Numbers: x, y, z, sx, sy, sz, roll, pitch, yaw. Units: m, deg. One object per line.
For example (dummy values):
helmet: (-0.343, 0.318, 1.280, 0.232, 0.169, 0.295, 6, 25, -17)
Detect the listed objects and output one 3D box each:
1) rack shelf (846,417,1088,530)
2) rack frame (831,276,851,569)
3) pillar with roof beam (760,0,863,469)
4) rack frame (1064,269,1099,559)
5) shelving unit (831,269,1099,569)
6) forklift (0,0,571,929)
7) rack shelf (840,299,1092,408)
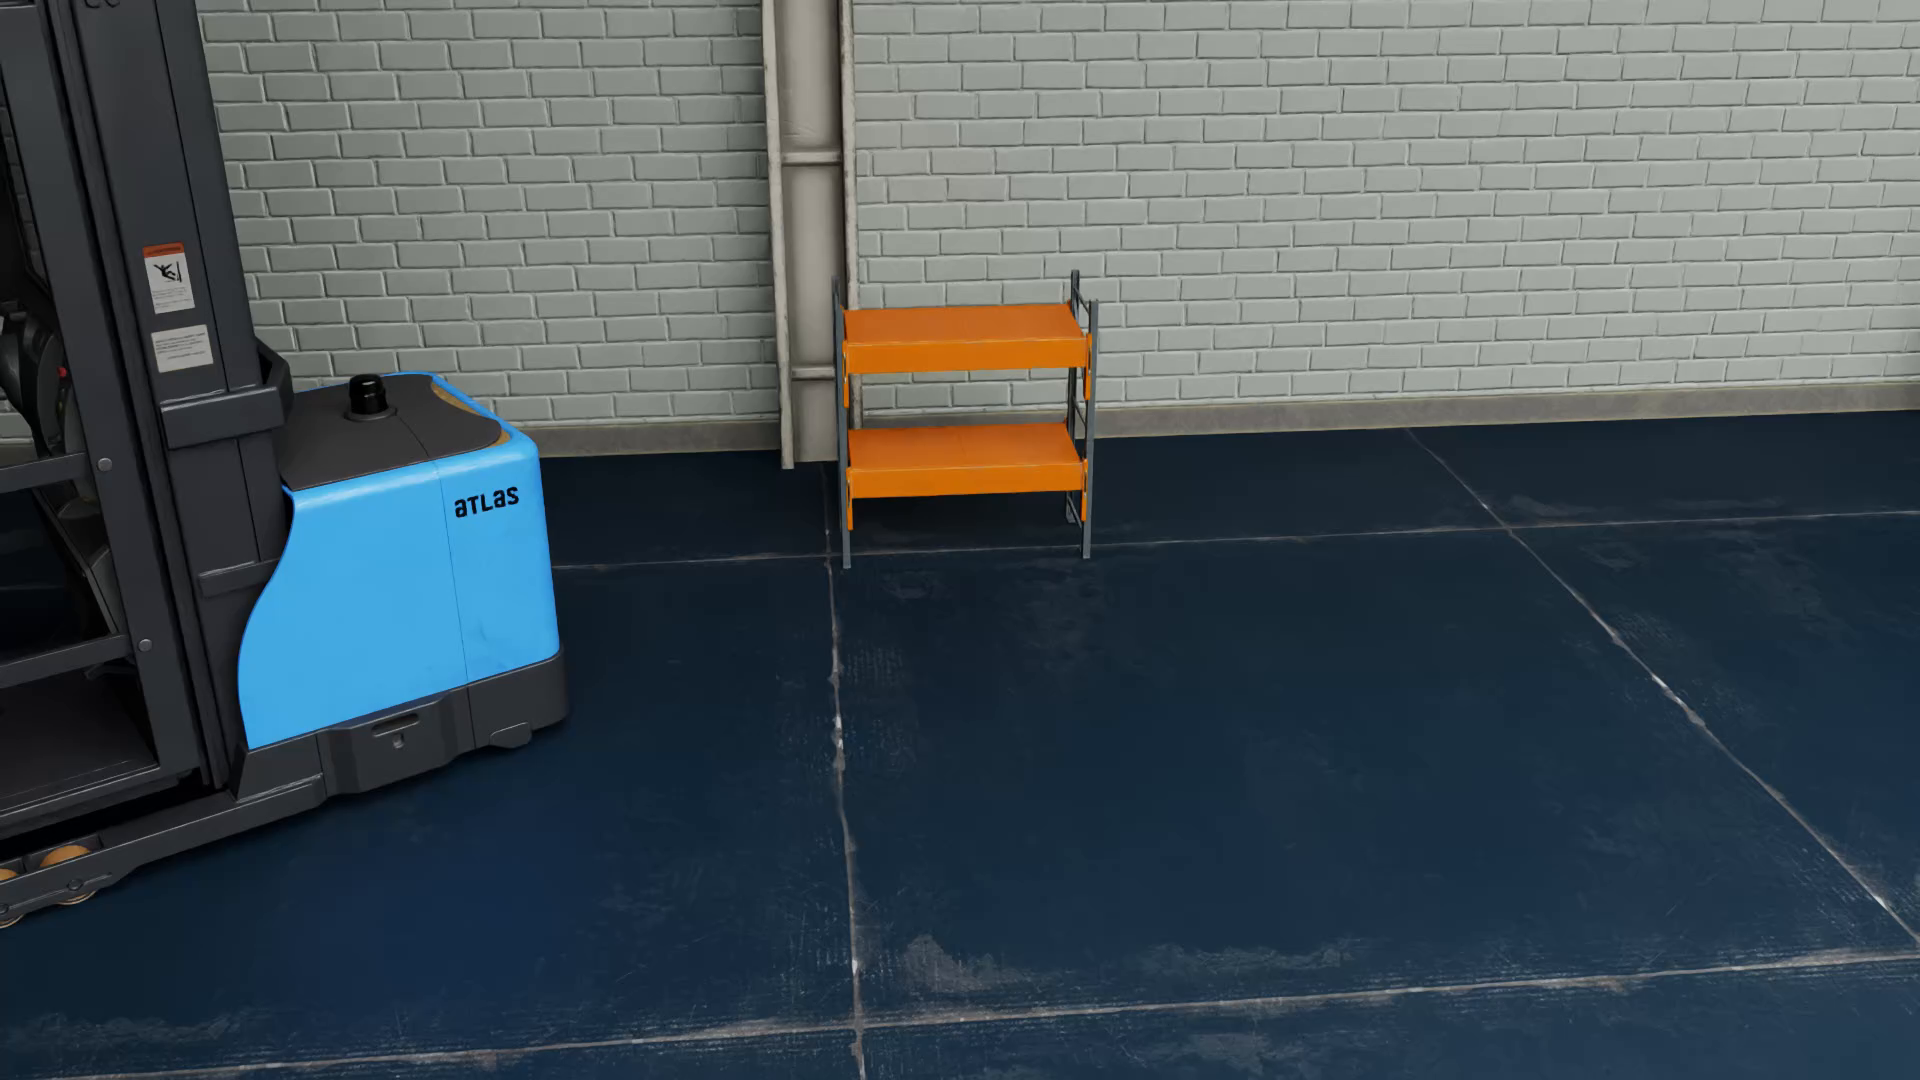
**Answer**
rack shelf: (0.007, -0.291, 7.121, 1.000, 0.278, 0.538, -2, 24, -5)
rack frame: (-0.499, -0.494, 6.976, 0.032, 1.125, 0.500, -2, 24, -5)
pillar with roof beam: (-0.254, -2.784, 2.434, 0.400, 9.000, 9.100, -2, 24, -5)
rack frame: (0.513, -0.535, 7.068, 0.032, 1.125, 0.500, -2, 24, -5)
shelving unit: (0.007, -0.514, 7.022, 1.048, 1.125, 0.538, -2, 24, -5)
forklift: (-2.827, -0.471, 4.702, 3.031, 2.935, 1.130, -17, 29, -33)
rack shelf: (0.007, -0.782, 6.903, 1.000, 0.278, 0.538, -2, 24, -5)
